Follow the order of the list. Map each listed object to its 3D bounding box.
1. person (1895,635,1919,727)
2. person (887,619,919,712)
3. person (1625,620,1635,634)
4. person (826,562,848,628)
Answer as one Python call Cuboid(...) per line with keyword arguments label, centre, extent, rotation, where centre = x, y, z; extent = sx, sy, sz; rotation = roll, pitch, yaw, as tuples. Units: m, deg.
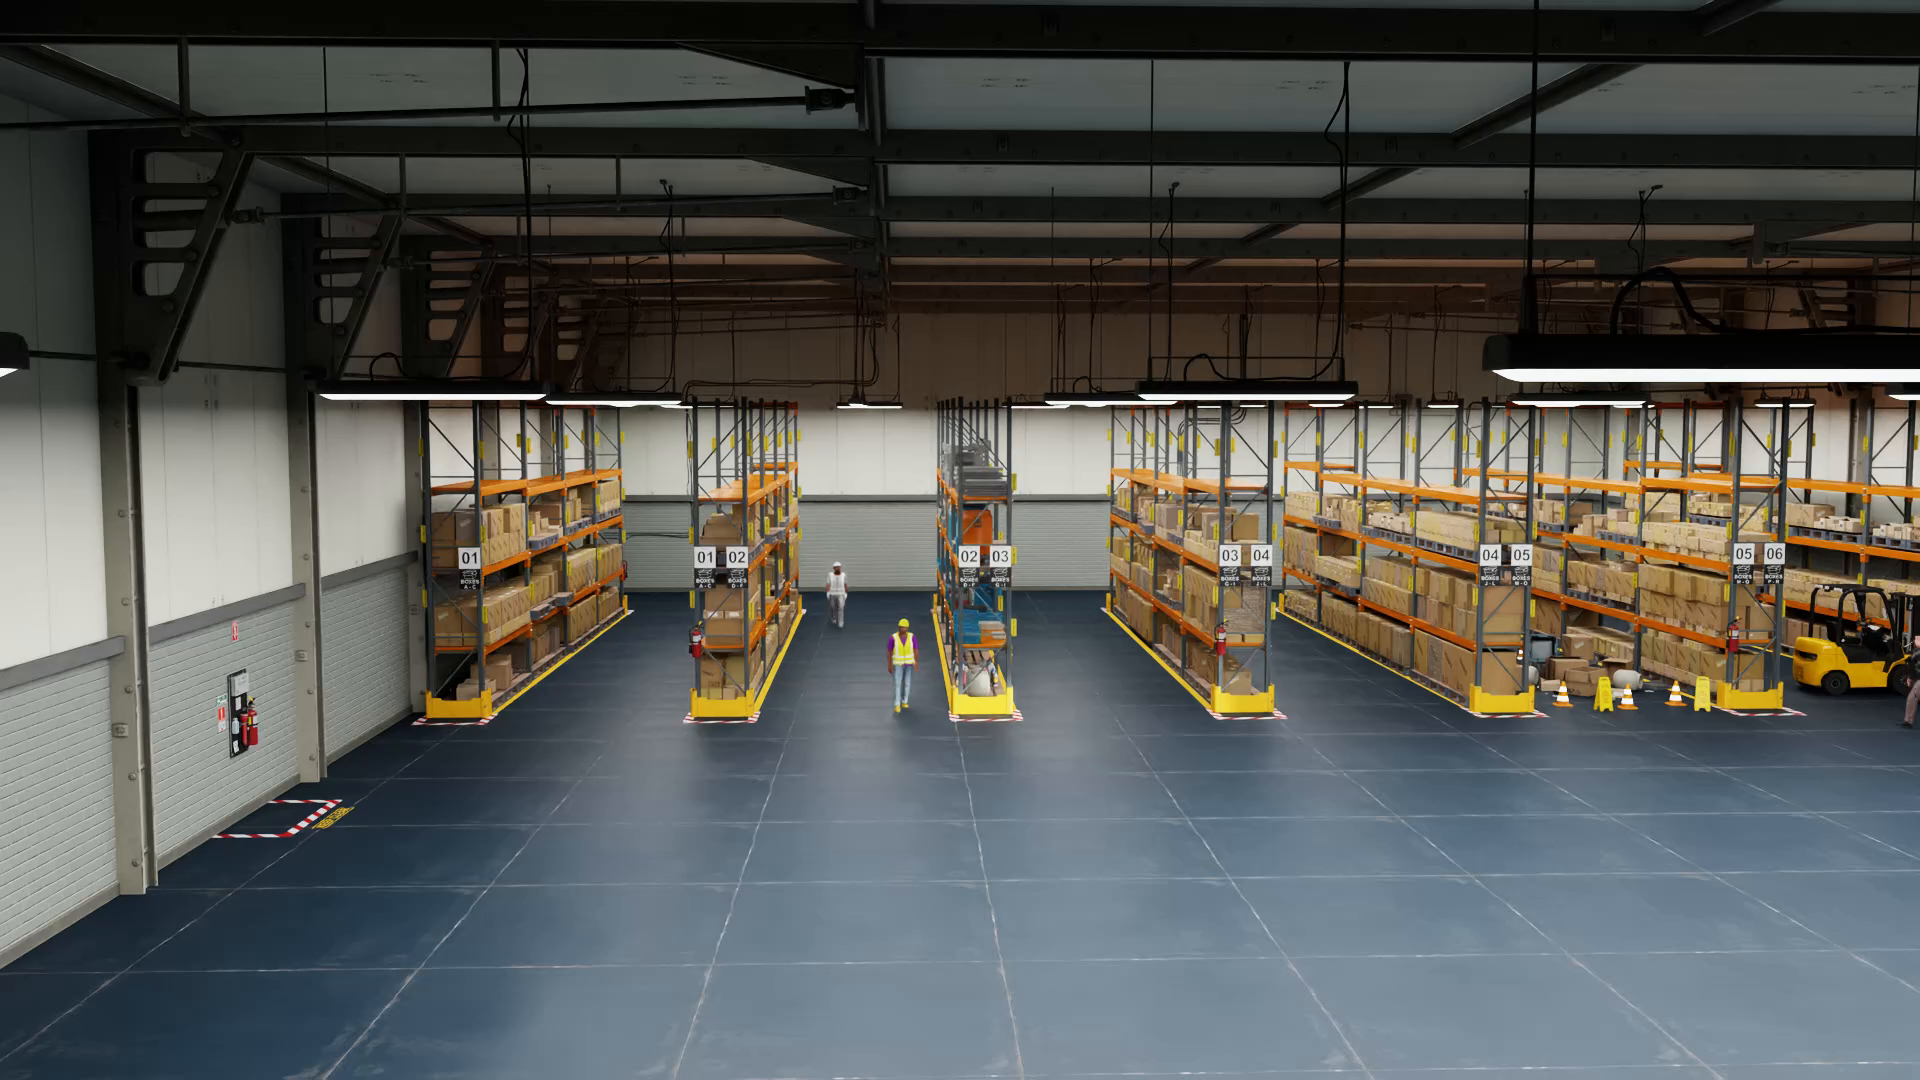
Cuboid(label="person", centre=(17.460, 2.549, 30.153), extent=(0.999, 1.687, 0.541), rotation=(0, 4, 1))
Cuboid(label="person", centre=(-1.063, 2.383, 31.736), extent=(0.583, 1.730, 0.857), rotation=(-1, 5, -14))
Cuboid(label="person", centre=(17.310, 1.590, 42.716), extent=(0.512, 1.691, 0.379), rotation=(-3, 5, -31))
Cuboid(label="person", centre=(-3.265, 1.446, 44.088), extent=(0.571, 1.727, 1.094), rotation=(0, 4, -5))
